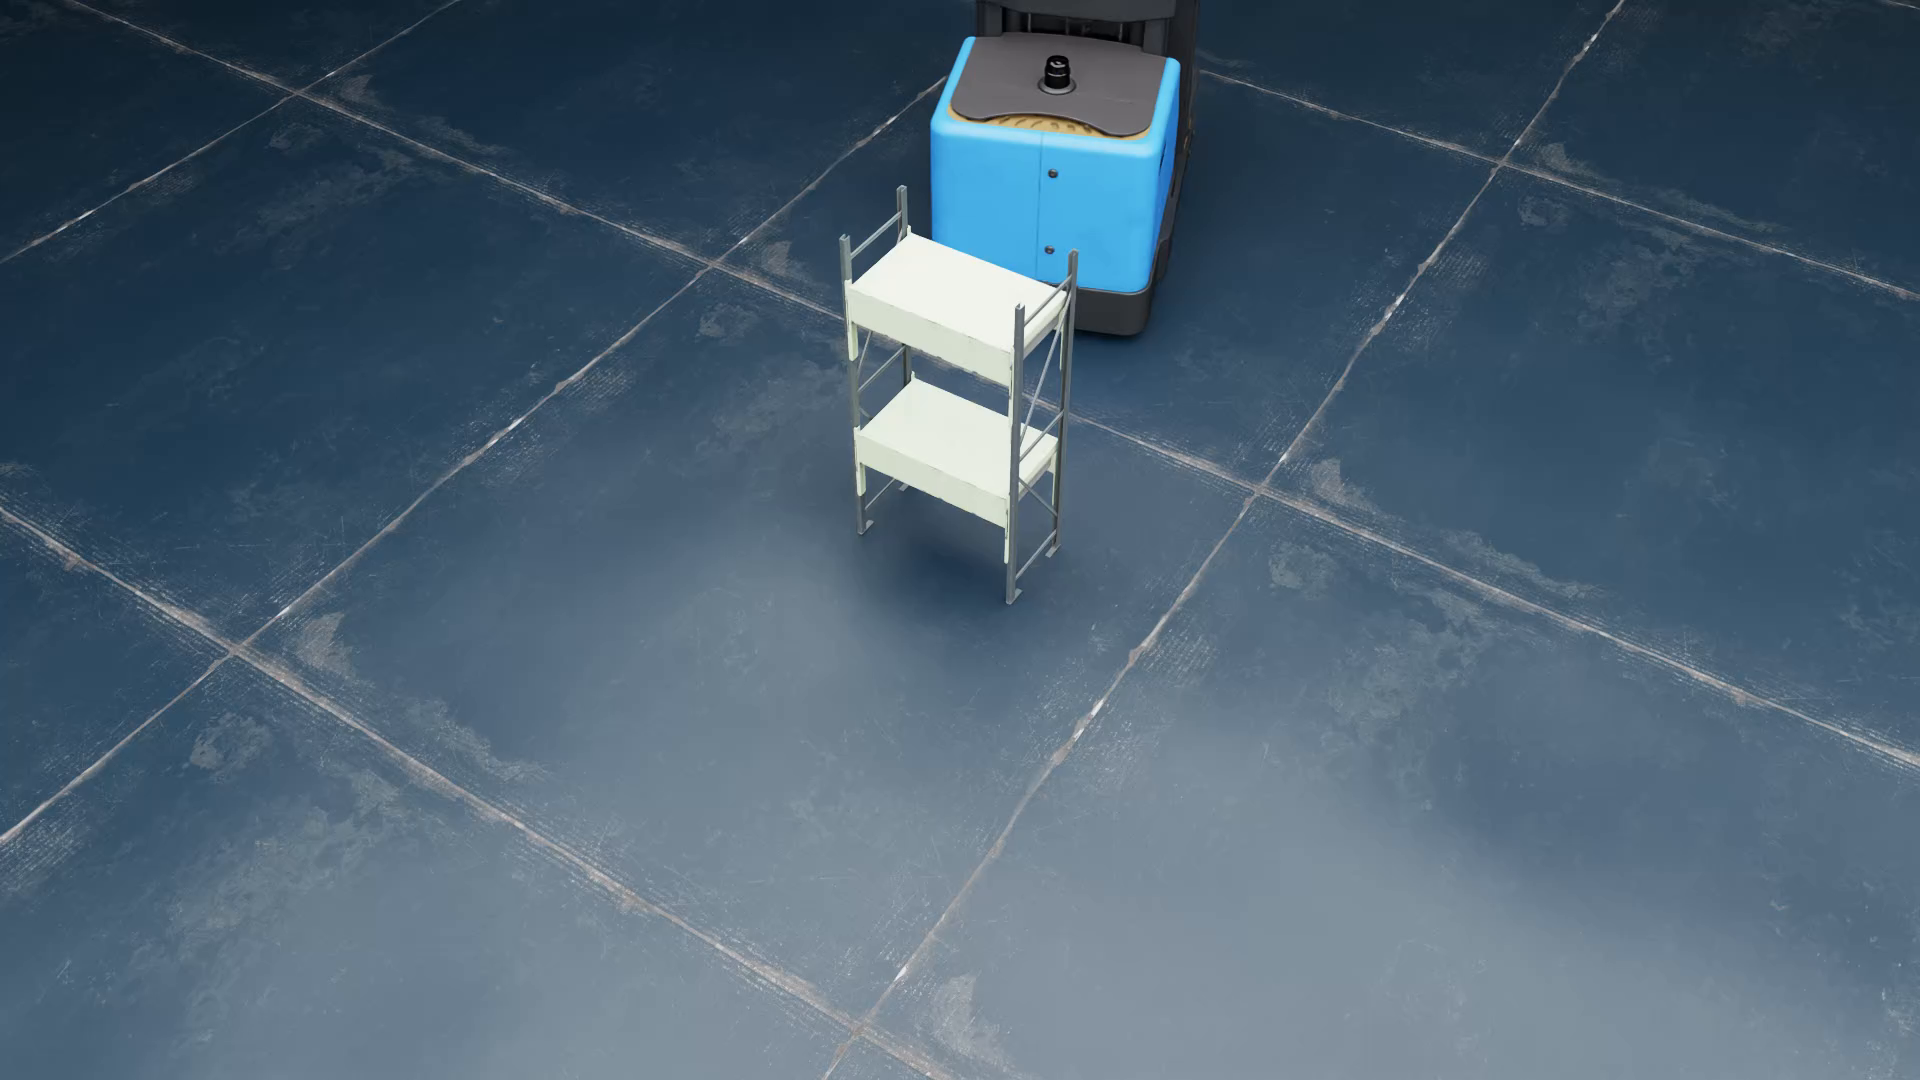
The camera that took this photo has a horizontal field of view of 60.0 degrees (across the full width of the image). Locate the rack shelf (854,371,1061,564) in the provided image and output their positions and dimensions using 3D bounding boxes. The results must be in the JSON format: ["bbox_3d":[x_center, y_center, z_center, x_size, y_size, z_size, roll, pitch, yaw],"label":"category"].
[{"bbox_3d":[-0.006,-0.298,6.670,0.720,0.370,0.431,25,51,22],"label":"rack shelf"}]

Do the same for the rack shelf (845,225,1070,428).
[{"bbox_3d":[-0.006,-0.797,6.157,0.720,0.370,0.431,25,51,22],"label":"rack shelf"}]

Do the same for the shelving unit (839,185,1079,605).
[{"bbox_3d":[-0.006,-0.525,6.436,0.755,1.500,0.431,25,51,22],"label":"shelving unit"}]

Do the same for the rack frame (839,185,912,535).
[{"bbox_3d":[-0.314,-0.667,6.574,0.023,1.500,0.400,25,51,22],"label":"rack frame"}]

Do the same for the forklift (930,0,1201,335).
[{"bbox_3d":[0.663,-3.056,7.898,1.130,2.935,3.031,9,46,8],"label":"forklift"}]

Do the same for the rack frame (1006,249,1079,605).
[{"bbox_3d":[0.302,-0.384,6.299,0.023,1.500,0.400,25,51,22],"label":"rack frame"}]
